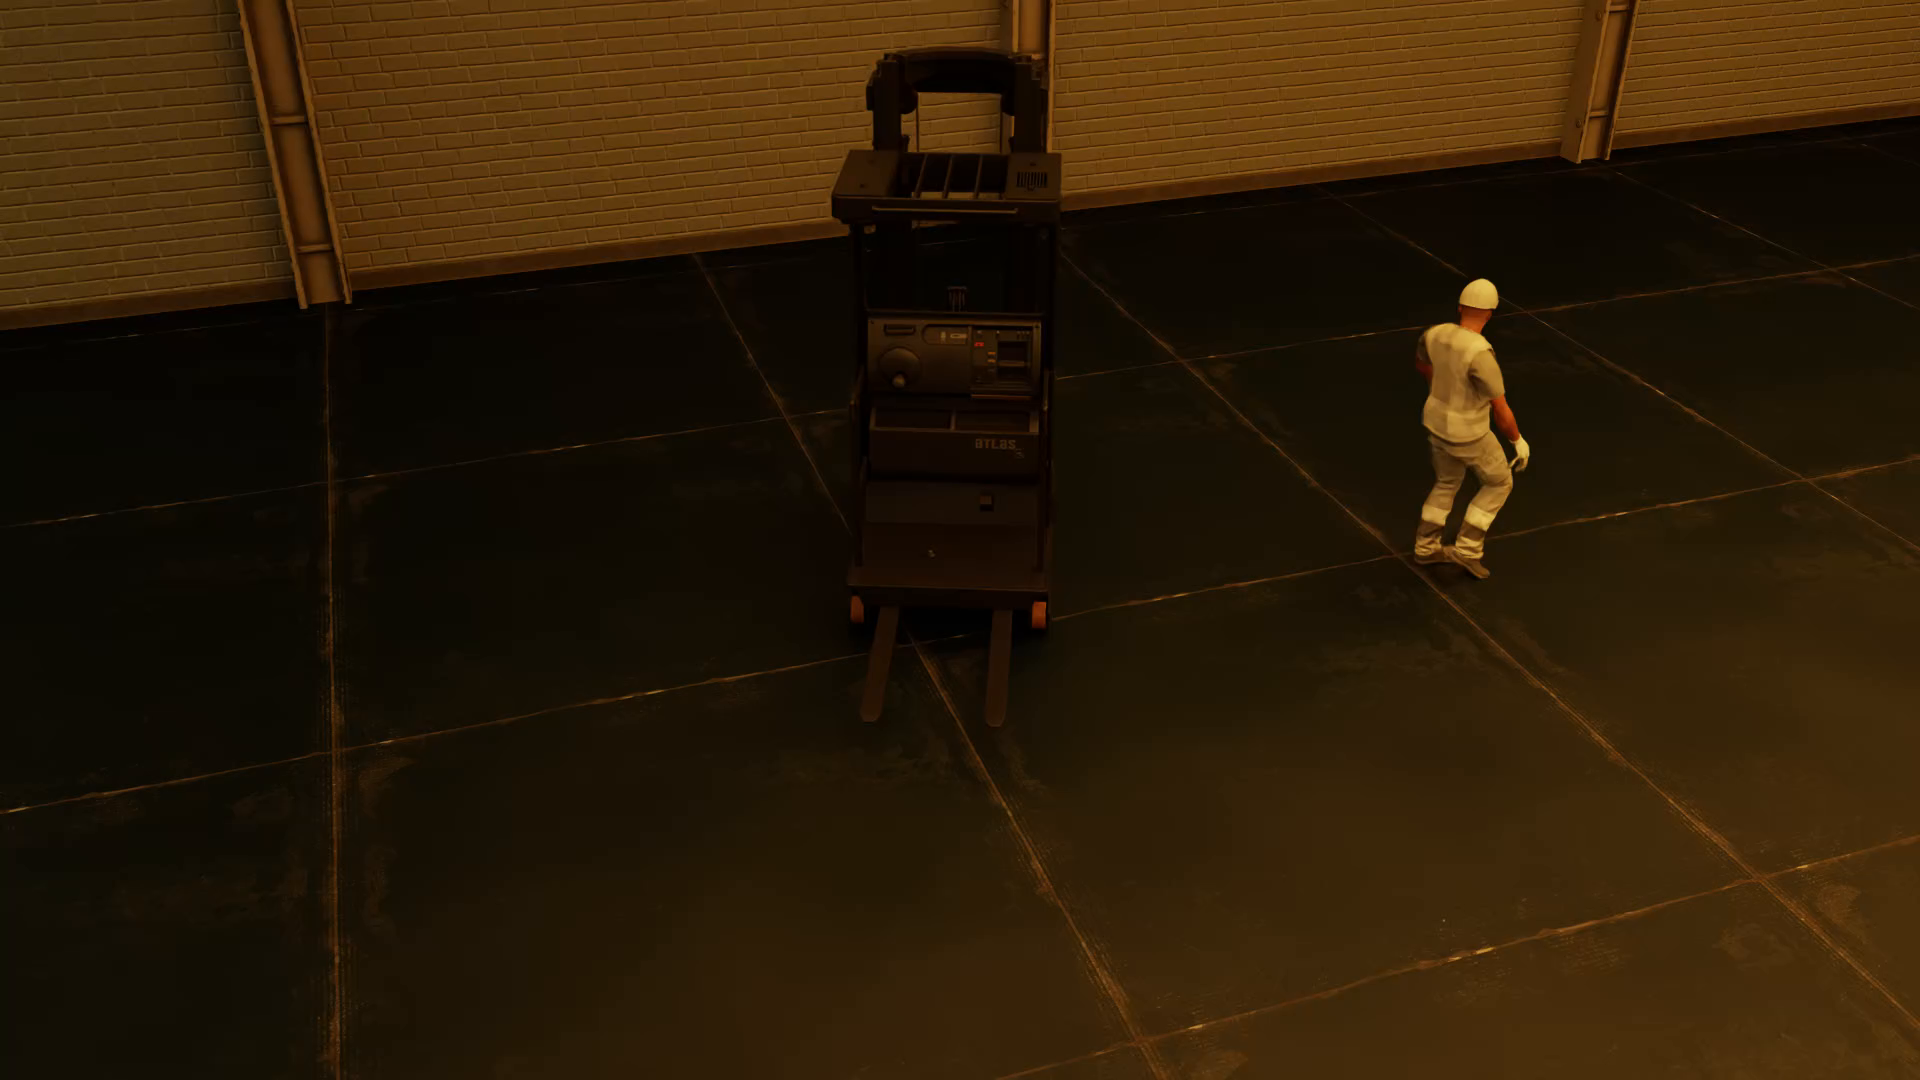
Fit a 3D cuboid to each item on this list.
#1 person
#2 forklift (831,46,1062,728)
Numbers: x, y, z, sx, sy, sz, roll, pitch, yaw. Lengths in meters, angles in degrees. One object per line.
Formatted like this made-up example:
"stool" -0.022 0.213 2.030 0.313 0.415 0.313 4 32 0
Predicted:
"person" 2.837 -0.631 9.387 0.483 1.786 0.898 -11 32 -18
"forklift" -0.043 -0.942 8.724 1.130 2.935 3.031 2 30 3
